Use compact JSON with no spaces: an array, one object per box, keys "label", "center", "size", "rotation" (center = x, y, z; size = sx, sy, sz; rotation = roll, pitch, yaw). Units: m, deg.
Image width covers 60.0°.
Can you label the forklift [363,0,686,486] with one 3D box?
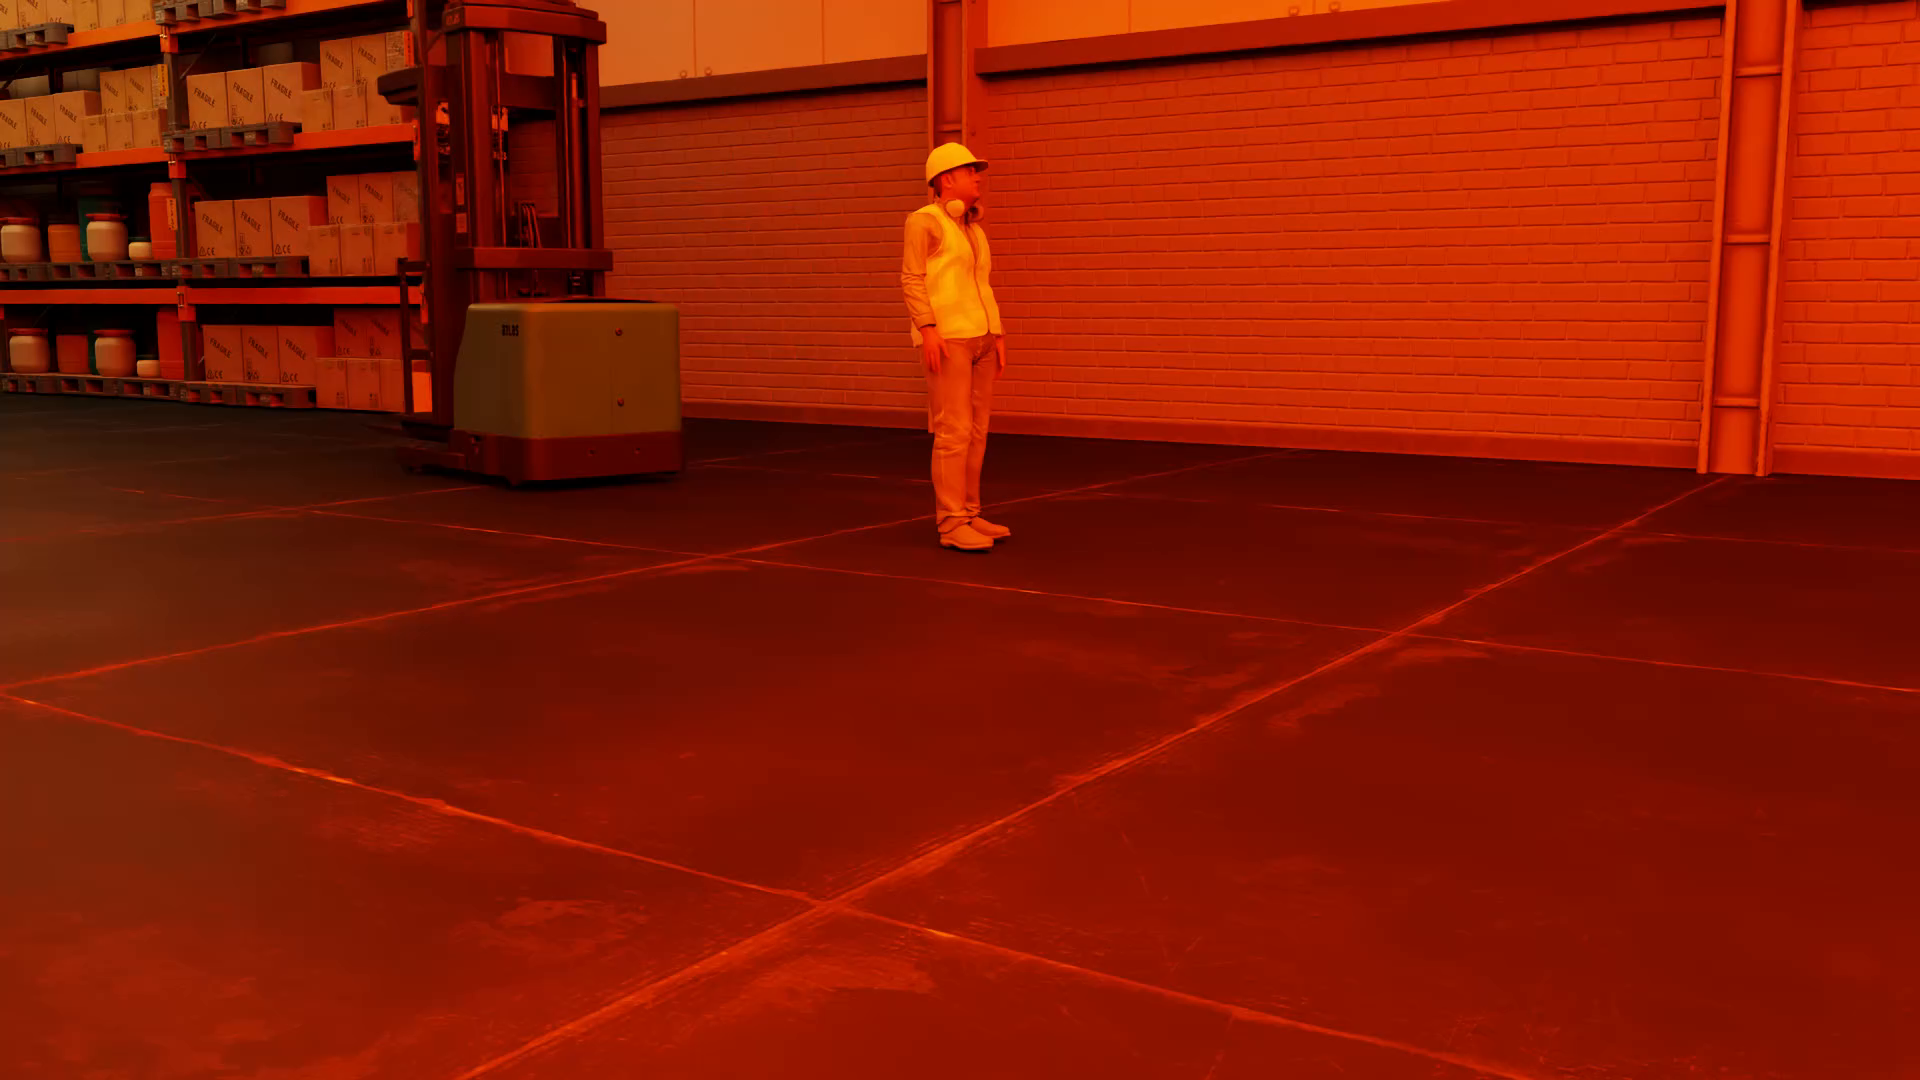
[{"label":"forklift","center":[-3.005,-1.921,10.702],"size":[1.130,2.935,3.031],"rotation":[-7,11,-40]}]

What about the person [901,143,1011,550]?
[{"label":"person","center":[0.047,-0.880,7.437],"size":[0.568,1.773,0.632],"rotation":[5,10,34]}]
